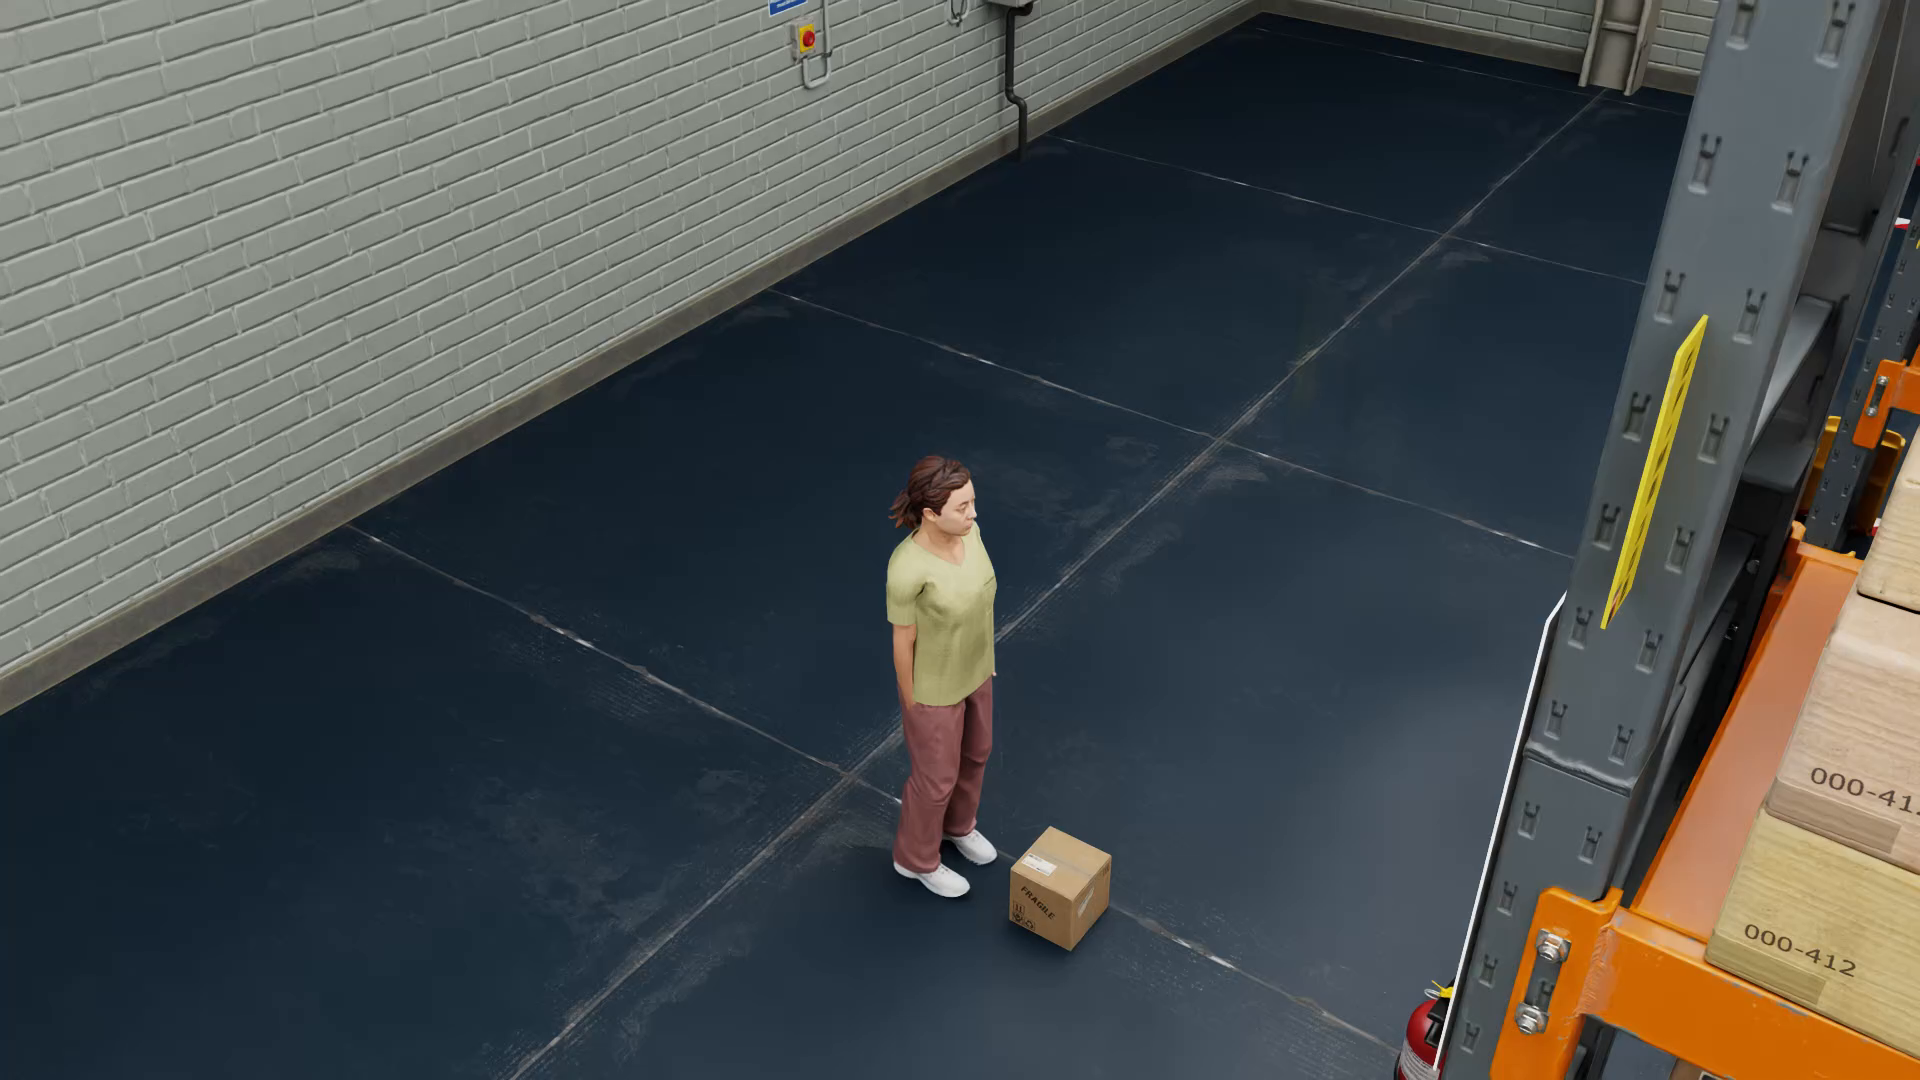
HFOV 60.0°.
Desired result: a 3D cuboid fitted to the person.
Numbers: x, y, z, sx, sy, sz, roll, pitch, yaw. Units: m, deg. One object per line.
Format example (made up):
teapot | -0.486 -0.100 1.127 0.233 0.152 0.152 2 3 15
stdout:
person | -0.051 0.451 5.504 0.365 1.671 0.439 23 41 29
